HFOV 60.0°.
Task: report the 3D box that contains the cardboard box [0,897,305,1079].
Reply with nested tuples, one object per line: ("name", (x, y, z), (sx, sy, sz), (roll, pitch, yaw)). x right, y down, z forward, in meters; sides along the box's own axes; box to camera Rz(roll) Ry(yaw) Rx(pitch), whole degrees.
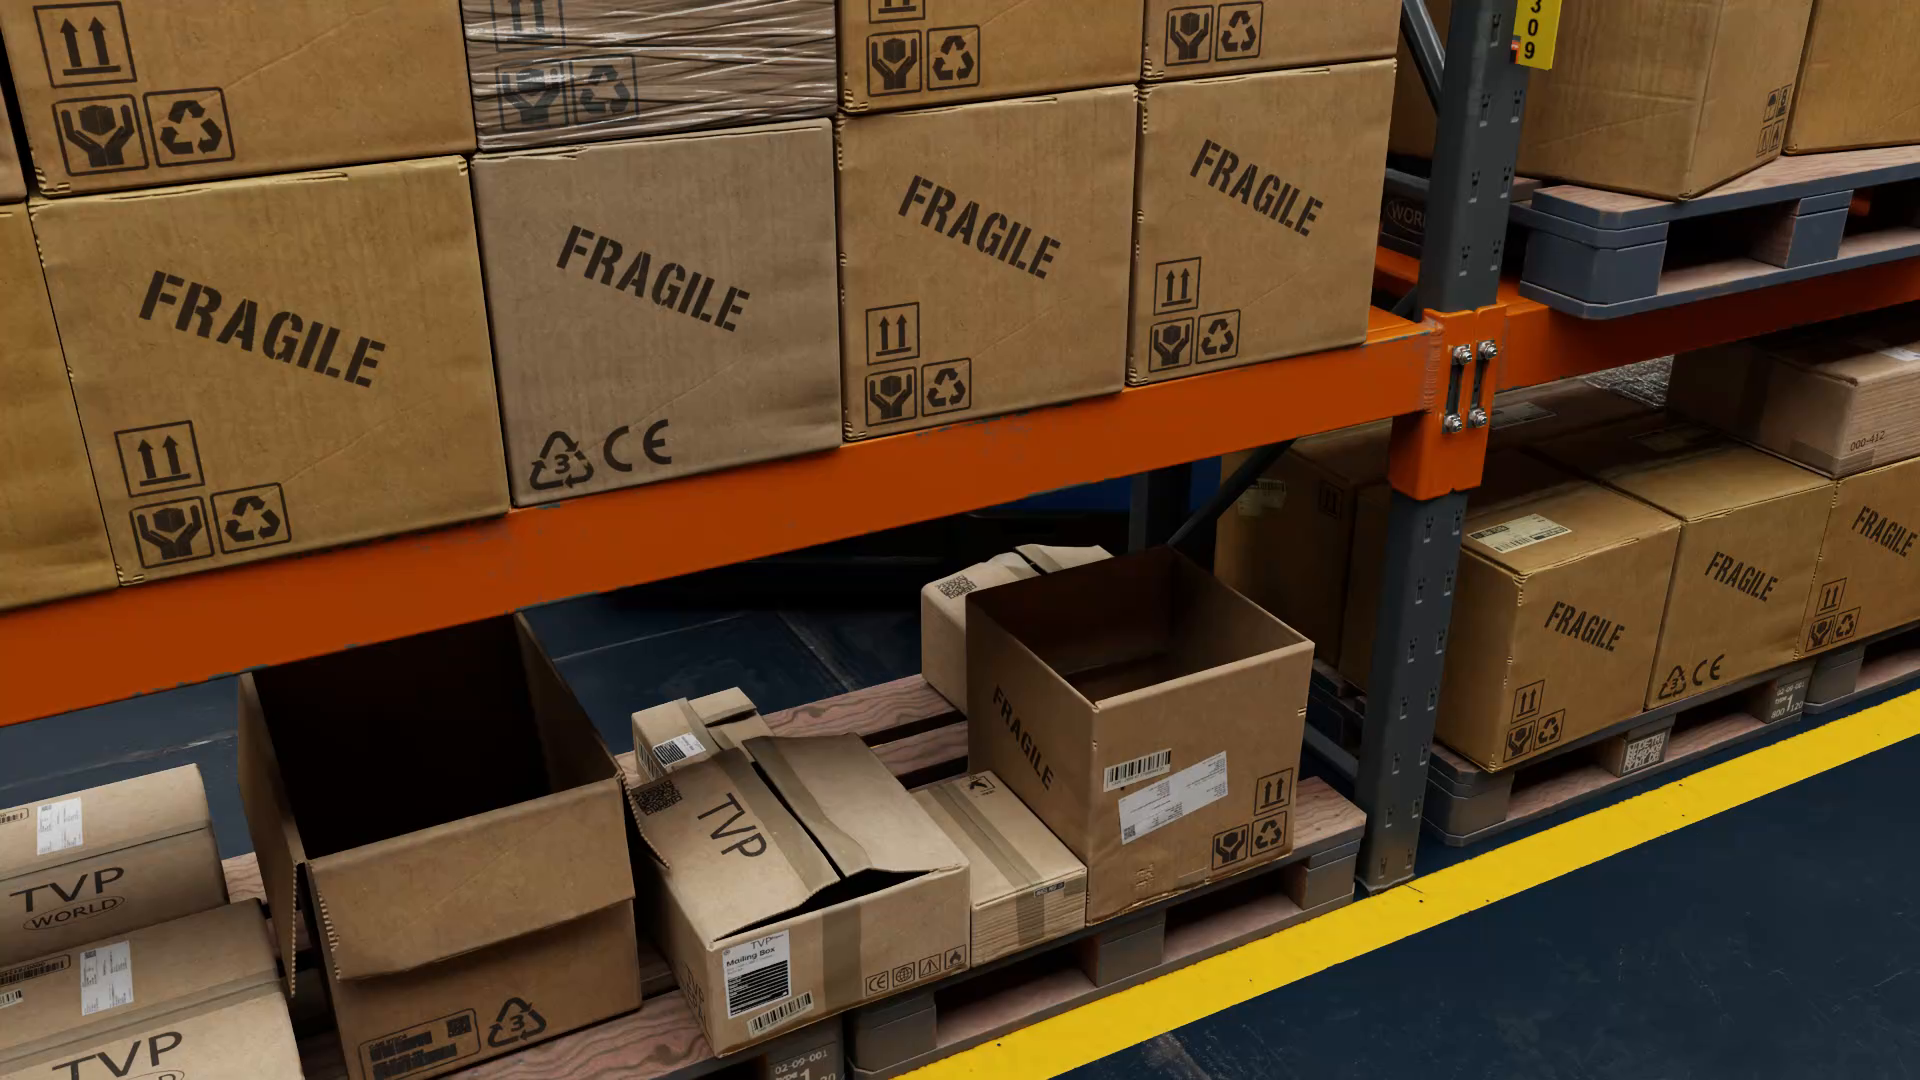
("cardboard box", (-1.319, 0.873, 2.635), (0.500, 0.250, 0.500), (-13, 29, -25))

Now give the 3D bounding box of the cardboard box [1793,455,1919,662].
("cardboard box", (2.166, -0.066, 4.301), (0.500, 0.500, 0.500), (-13, 28, -24))

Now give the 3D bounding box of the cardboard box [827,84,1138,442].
("cardboard box", (-0.060, -0.517, 2.745), (0.500, 0.500, 0.500), (-12, 28, -24))

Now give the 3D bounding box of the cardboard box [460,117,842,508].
("cardboard box", (-0.512, -0.411, 2.526), (0.500, 0.500, 0.500), (-12, 28, -24))

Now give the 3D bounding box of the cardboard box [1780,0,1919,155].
("cardboard box", (1.815, -1.187, 3.656), (0.500, 0.500, 0.700), (-8, 27, -17))

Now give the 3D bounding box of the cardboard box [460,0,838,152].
("cardboard box", (-0.505, -0.863, 2.311), (0.500, 0.500, 0.500), (-13, 28, -25))

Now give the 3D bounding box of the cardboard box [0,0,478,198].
("cardboard box", (-0.950, -0.761, 2.099), (0.500, 0.500, 0.500), (-13, 29, -26))

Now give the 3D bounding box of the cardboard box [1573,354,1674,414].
("cardboard box", (1.898, -0.258, 4.701), (0.500, 0.500, 0.500), (-13, 28, -24))

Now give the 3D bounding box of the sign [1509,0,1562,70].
("sign", (0.977, -0.962, 2.787), (0.005, 0.325, 0.100), (-13, 29, -25))

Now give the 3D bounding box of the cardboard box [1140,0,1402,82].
("cardboard box", (0.391, -1.071, 2.744), (0.500, 0.500, 0.500), (-13, 28, -25))

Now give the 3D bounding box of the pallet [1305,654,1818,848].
("pallet", (1.415, 0.300, 4.382), (1.213, 0.211, 1.003), (-13, 29, -25))

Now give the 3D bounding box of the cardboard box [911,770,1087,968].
("cardboard box", (0.043, 0.633, 3.251), (0.250, 0.149, 0.380), (-13, 29, -25))

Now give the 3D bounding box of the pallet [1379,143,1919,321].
("pallet", (1.471, -0.812, 3.697), (1.213, 0.211, 1.003), (-13, 29, -25))

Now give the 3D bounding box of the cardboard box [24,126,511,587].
("cardboard box", (-0.960, -0.307, 2.307), (0.500, 0.500, 0.500), (-13, 28, -24))

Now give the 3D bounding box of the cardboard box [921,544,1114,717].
("cardboard box", (0.243, 0.240, 3.884), (0.500, 0.311, 0.500), (-13, 29, -25))

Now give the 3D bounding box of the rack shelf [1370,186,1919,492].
("rack shelf", (2.480, -0.860, 4.407), (4.000, 0.370, 1.077), (-13, 29, -25))

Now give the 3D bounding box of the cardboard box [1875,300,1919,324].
("cardboard box", (2.581, -0.498, 4.335), (0.500, 0.250, 0.500), (-14, 29, -26))

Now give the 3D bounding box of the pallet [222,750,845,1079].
("pallet", (-0.969, 0.870, 3.195), (1.213, 0.211, 1.003), (-13, 29, -25))

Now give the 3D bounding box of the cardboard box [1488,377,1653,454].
("cardboard box", (1.456, -0.156, 4.489), (0.500, 0.500, 0.500), (-13, 29, -25))

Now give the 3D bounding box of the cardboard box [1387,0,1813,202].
("cardboard box", (1.238, -1.023, 3.313), (0.700, 0.500, 0.500), (22, 33, 37))

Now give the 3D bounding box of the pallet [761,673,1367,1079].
("pallet", (0.108, 0.620, 3.716), (1.213, 0.211, 1.003), (-13, 29, -25))

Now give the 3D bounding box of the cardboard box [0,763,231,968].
("cardboard box", (-1.598, 0.692, 3.012), (0.500, 0.250, 0.500), (-13, 29, -25))

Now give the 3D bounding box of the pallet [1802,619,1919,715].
("pallet", (2.493, 0.050, 4.903), (1.213, 0.211, 1.003), (-13, 29, -25))

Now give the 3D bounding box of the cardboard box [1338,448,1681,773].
("cardboard box", (1.256, 0.146, 3.860), (0.500, 0.500, 0.500), (-14, 29, -27))

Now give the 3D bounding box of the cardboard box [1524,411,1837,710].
("cardboard box", (1.722, 0.033, 4.095), (0.500, 0.500, 0.500), (-13, 28, -24))

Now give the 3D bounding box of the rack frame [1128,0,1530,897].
("rack frame", (0.715, -0.777, 3.403), (0.127, 3.000, 1.000), (-13, 29, -25))

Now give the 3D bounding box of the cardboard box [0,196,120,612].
("cardboard box", (-1.402, -0.205, 2.097), (0.500, 0.500, 0.500), (-13, 29, -25))

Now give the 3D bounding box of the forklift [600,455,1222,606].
("forklift", (-0.670, -1.358, 4.693), (3.031, 2.935, 1.130), (1, 26, 2))

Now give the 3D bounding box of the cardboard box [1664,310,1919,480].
("cardboard box", (2.139, -0.396, 4.122), (0.500, 0.250, 0.500), (-13, 29, -25))

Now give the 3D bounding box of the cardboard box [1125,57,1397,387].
("cardboard box", (0.395, -0.622, 2.965), (0.500, 0.500, 0.500), (-12, 28, -24))

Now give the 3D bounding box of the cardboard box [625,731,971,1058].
("cardboard box", (-0.316, 0.614, 3.104), (0.500, 0.311, 0.500), (-13, 29, -25))

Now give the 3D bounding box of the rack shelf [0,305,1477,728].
("rack shelf", (-1.050, -0.045, 2.710), (4.000, 0.370, 1.077), (-13, 29, -25))

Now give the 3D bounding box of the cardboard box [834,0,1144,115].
("cardboard box", (-0.060, -0.966, 2.525), (0.500, 0.500, 0.500), (-14, 29, -26))

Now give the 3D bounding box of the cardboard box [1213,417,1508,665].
("cardboard box", (1.015, -0.059, 4.286), (0.500, 0.500, 0.500), (-13, 29, -25))

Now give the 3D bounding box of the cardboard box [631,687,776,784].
("cardboard box", (-0.516, 0.485, 3.540), (0.250, 0.166, 0.380), (-13, 29, -25))

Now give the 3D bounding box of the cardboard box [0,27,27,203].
("cardboard box", (-1.397, -0.657, 1.883), (0.500, 0.500, 0.500), (-13, 28, -24))

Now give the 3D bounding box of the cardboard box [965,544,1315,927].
("cardboard box", (0.346, 0.376, 3.381), (0.500, 0.500, 0.500), (-13, 29, -25))

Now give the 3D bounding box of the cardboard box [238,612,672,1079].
("cardboard box", (-0.940, 0.535, 3.047), (0.637, 0.503, 0.797), (-13, 29, -25))
